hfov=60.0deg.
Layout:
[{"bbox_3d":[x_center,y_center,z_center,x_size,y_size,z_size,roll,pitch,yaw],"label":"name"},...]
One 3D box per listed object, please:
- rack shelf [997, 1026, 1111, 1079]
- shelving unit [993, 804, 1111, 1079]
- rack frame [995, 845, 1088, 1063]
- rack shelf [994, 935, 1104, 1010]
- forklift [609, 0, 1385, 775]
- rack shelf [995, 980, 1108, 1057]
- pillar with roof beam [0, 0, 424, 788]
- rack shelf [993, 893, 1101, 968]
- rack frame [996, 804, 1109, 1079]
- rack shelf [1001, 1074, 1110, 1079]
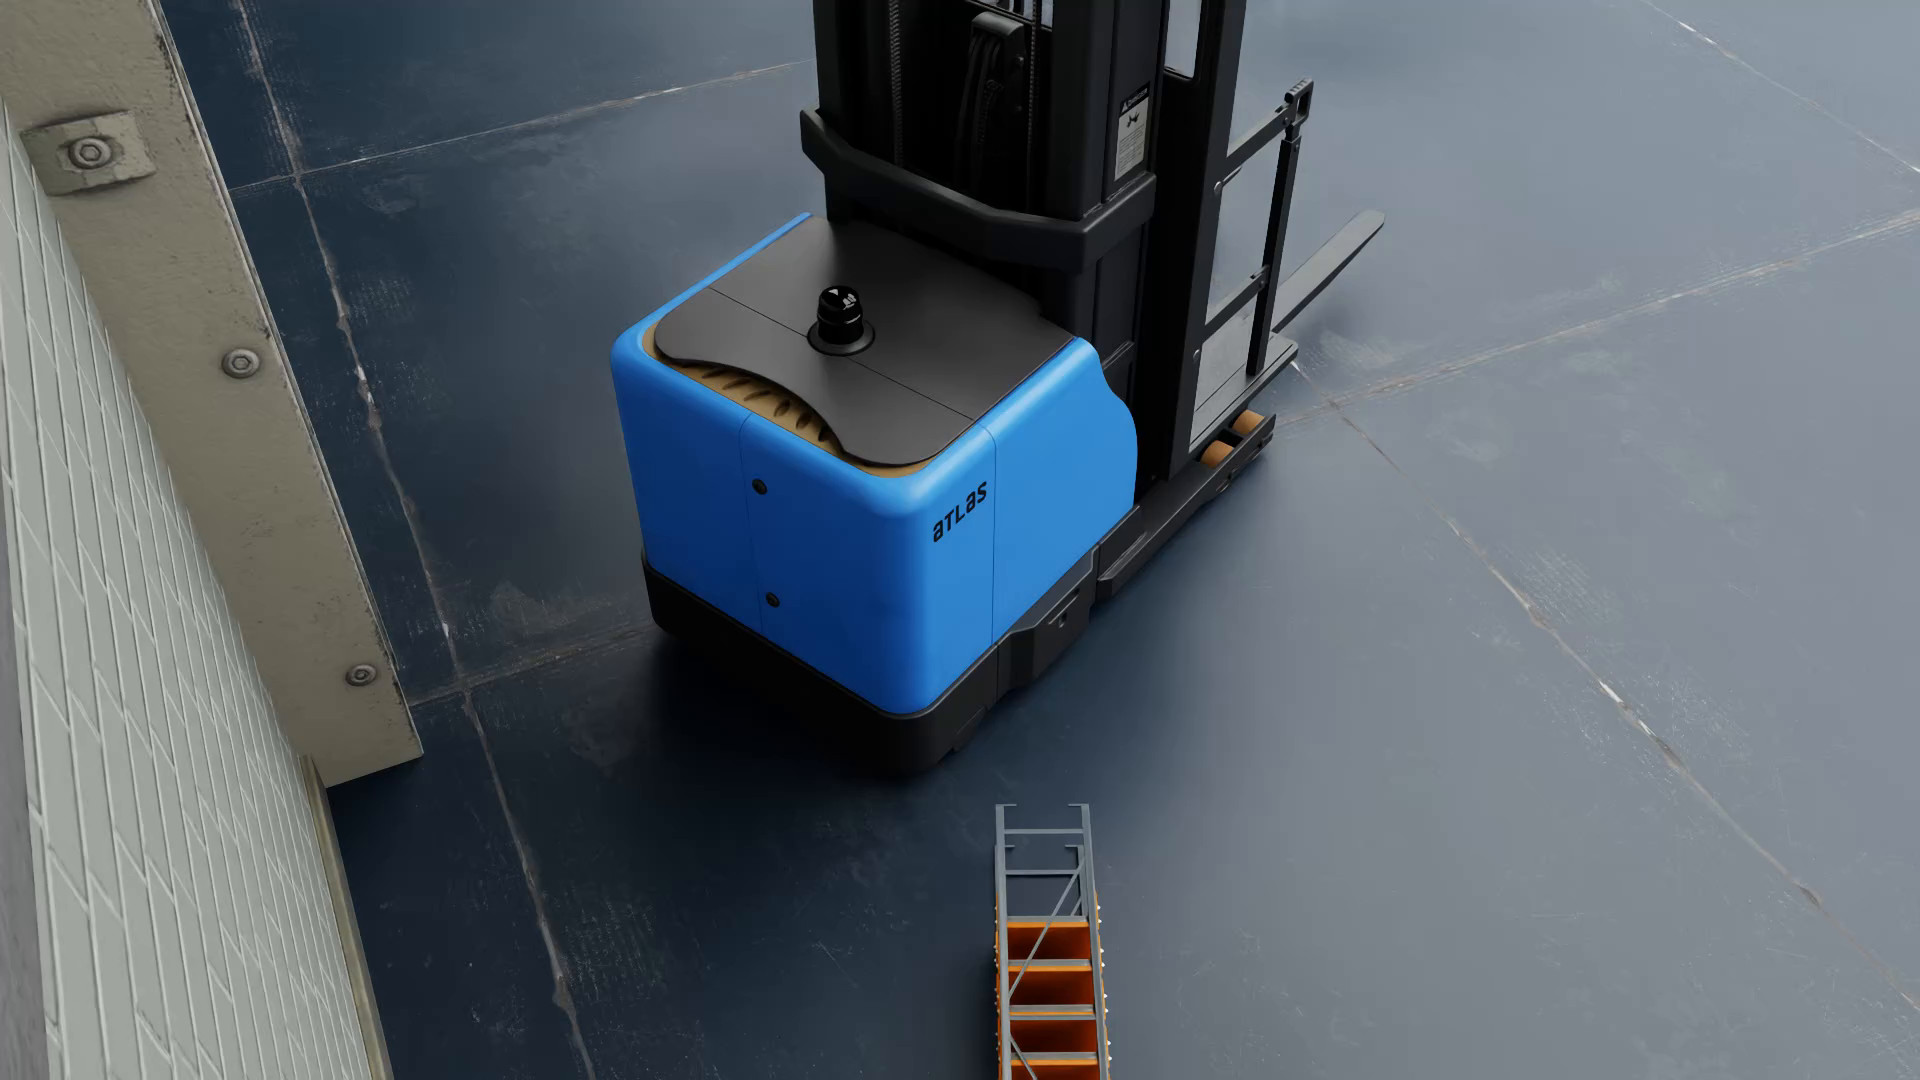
[{"bbox_3d":[0.216,1.224,3.871,0.258,0.180,0.103,0,45,0],"label":"rack shelf"},{"bbox_3d":[0.215,1.170,3.924,0.258,0.189,1.200,0,45,0],"label":"shelving unit"},{"bbox_3d":[0.215,1.235,3.989,0.240,0.006,1.200,0,45,0],"label":"rack frame"},{"bbox_3d":[0.214,1.054,4.041,0.258,0.180,0.103,0,45,0],"label":"rack shelf"},{"bbox_3d":[0.384,-1.391,4.573,1.130,2.935,3.031,29,51,26],"label":"forklift"},{"bbox_3d":[0.215,1.139,3.956,0.258,0.180,0.103,0,45,0],"label":"rack shelf"},{"bbox_3d":[2.187,-3.955,2.851,9.100,9.000,0.400,-18,47,-17],"label":"pillar with roof beam"},{"bbox_3d":[0.213,0.969,4.126,0.258,0.180,0.103,0,45,0],"label":"rack shelf"},{"bbox_3d":[0.215,1.106,3.860,0.240,0.006,1.200,0,45,0],"label":"rack frame"},{"bbox_3d":[0.216,1.308,3.786,0.258,0.180,0.103,0,45,0],"label":"rack shelf"}]
